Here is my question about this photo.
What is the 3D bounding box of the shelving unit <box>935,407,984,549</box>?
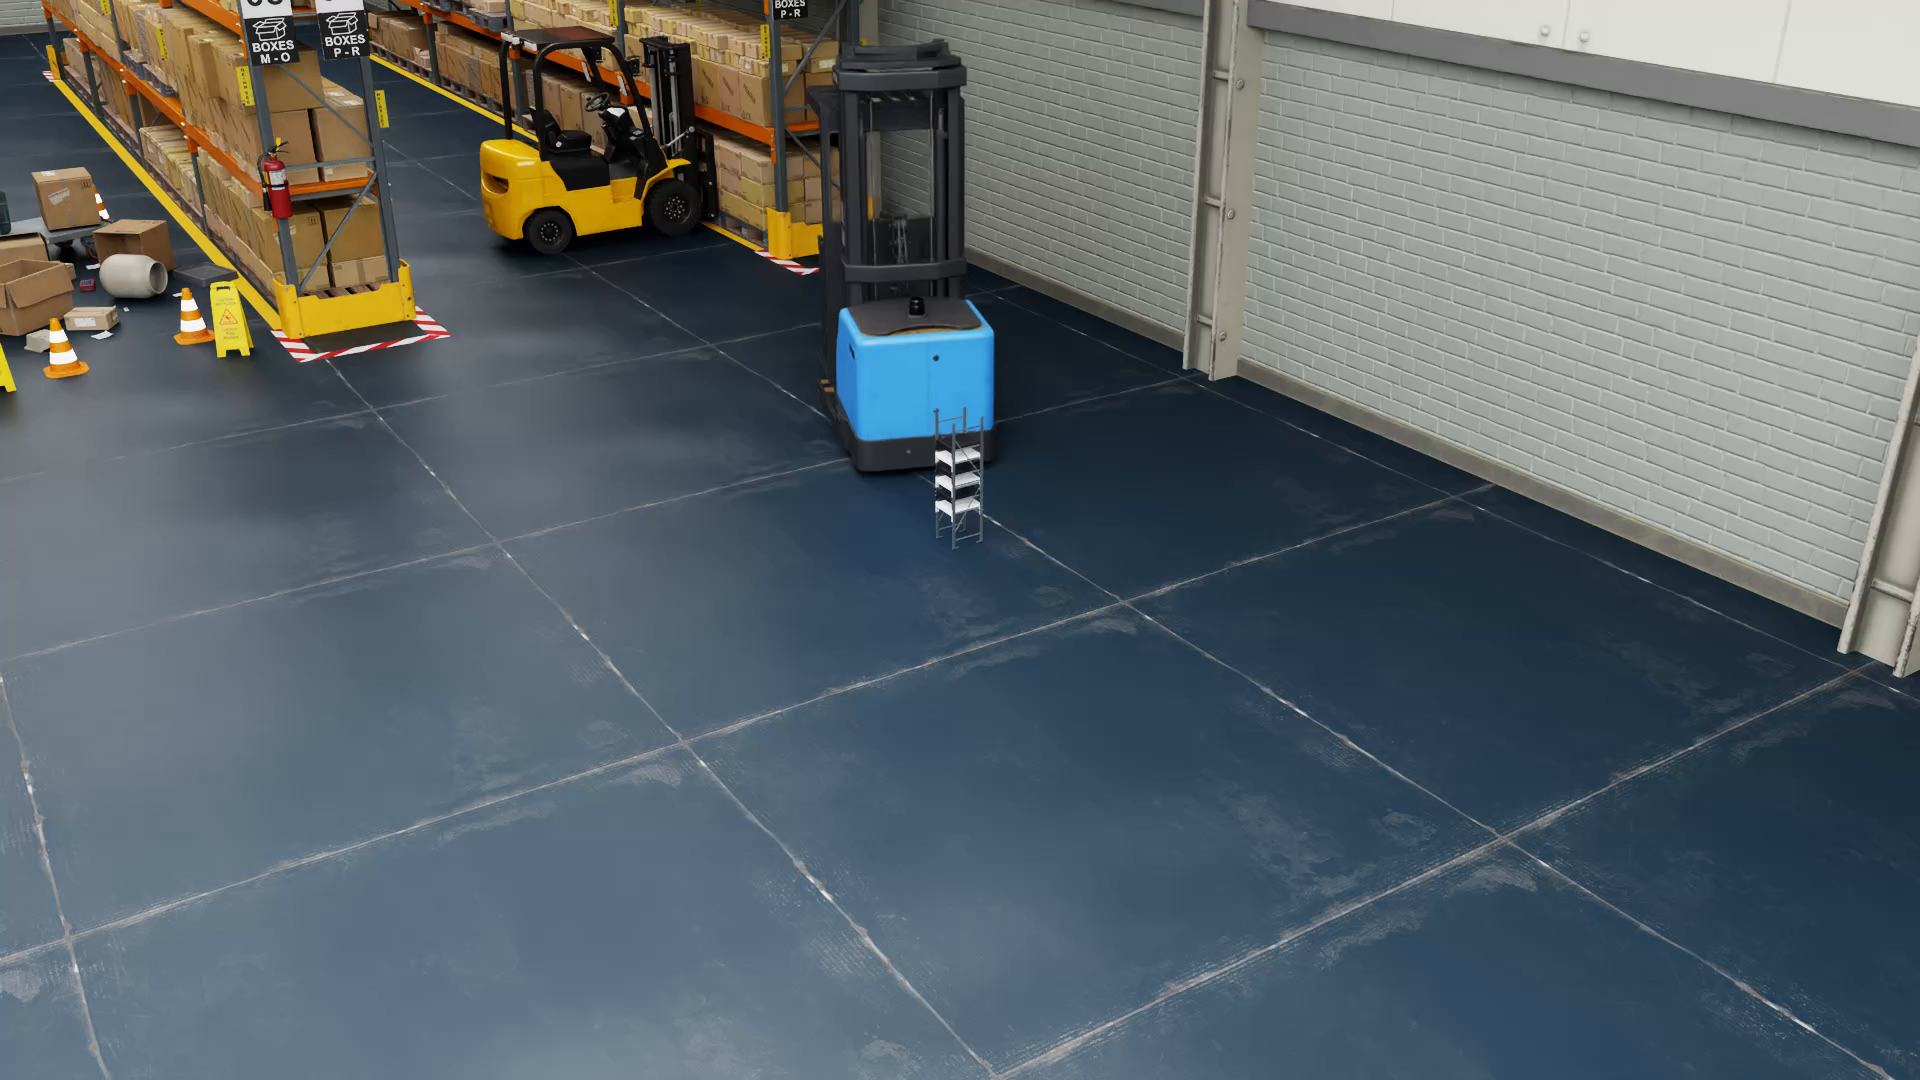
[{"bbox_3d":[-0.004,-0.410,11.064,0.258,0.900,0.210,-16,29,-30],"label":"shelving unit"}]

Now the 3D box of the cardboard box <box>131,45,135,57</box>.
[{"bbox_3d":[-9.755,-5.904,20.045,0.380,0.149,0.250,-18,31,-33],"label":"cardboard box"}]

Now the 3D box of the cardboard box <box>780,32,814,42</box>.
[{"bbox_3d":[-1.764,-5.337,17.816,0.380,0.149,0.250,-15,29,-29],"label":"cardboard box"}]

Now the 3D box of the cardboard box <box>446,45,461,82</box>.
[{"bbox_3d":[-7.666,-7.439,25.931,0.500,0.500,0.500,-16,30,-30],"label":"cardboard box"}]

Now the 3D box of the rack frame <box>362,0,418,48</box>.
[{"bbox_3d":[-10.224,-10.224,29.394,1.000,3.000,0.127,-16,29,-30],"label":"rack frame"}]

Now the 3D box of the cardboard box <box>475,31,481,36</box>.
[{"bbox_3d":[-7.450,-7.989,26.336,0.380,0.149,0.250,-16,29,-30],"label":"cardboard box"}]

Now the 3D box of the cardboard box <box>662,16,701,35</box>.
[{"bbox_3d":[-3.164,-5.858,18.919,0.380,0.149,0.250,-16,30,-30],"label":"cardboard box"}]

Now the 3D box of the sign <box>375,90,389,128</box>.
[{"bbox_3d":[-5.192,-3.861,14.901,0.100,0.325,0.005,-16,29,-30],"label":"sign"}]

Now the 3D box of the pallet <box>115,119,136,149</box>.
[{"bbox_3d":[-11.043,-5.679,23.033,1.003,0.211,1.213,-16,29,-30],"label":"pallet"}]

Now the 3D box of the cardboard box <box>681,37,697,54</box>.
[{"bbox_3d":[-2.892,-5.538,18.589,0.380,0.149,0.250,-16,30,-31],"label":"cardboard box"}]

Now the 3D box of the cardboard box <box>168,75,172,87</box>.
[{"bbox_3d":[-8.471,-5.068,18.275,0.380,0.149,0.250,-17,30,-31],"label":"cardboard box"}]

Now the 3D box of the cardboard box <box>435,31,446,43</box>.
[{"bbox_3d":[-8.067,-7.956,26.266,0.380,0.149,0.250,-14,29,-27],"label":"cardboard box"}]

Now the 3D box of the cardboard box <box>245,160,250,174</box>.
[{"bbox_3d":[-6.383,-3.475,15.392,0.380,0.149,0.250,-16,30,-30],"label":"cardboard box"}]

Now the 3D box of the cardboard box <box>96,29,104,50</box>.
[{"bbox_3d":[-11.060,-6.620,21.935,0.500,0.250,0.500,-16,30,-30],"label":"cardboard box"}]

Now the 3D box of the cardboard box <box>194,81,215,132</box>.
[{"bbox_3d":[-7.266,-4.375,16.537,0.500,0.500,0.500,-16,30,-30],"label":"cardboard box"}]

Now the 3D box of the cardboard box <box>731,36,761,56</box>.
[{"bbox_3d":[-2.188,-5.222,17.572,0.380,0.149,0.250,-15,29,-28],"label":"cardboard box"}]

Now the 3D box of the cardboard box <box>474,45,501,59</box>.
[{"bbox_3d":[-7.039,-7.314,24.906,0.380,0.149,0.250,-17,30,-32],"label":"cardboard box"}]

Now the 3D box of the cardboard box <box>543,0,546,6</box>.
[{"bbox_3d":[-5.305,-7.164,22.035,0.380,0.149,0.250,-15,29,-29],"label":"cardboard box"}]

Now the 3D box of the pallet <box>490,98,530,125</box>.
[{"bbox_3d":[-6.232,-6.378,24.512,1.003,0.211,1.213,-16,29,-30],"label":"pallet"}]

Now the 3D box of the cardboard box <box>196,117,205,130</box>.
[{"bbox_3d":[-7.745,-4.395,17.340,0.380,0.149,0.250,-15,29,-28],"label":"cardboard box"}]

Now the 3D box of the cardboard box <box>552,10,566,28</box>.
[{"bbox_3d":[-4.976,-6.758,21.641,0.500,0.250,0.500,-15,29,-29],"label":"cardboard box"}]

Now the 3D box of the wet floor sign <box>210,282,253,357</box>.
[{"bbox_3d":[-6.439,-1.961,14.649,0.267,0.644,0.232,-6,26,-12],"label":"wet floor sign"}]

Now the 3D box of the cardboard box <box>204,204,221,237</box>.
[{"bbox_3d":[-7.734,-3.446,17.766,0.500,0.250,0.500,-17,30,-32],"label":"cardboard box"}]

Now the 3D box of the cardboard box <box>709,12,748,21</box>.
[{"bbox_3d":[-2.674,-5.998,19.216,0.380,0.149,0.250,-16,30,-30],"label":"cardboard box"}]

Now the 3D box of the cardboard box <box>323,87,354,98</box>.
[{"bbox_3d":[-5.958,-3.942,15.620,0.500,0.500,0.500,-15,29,-28],"label":"cardboard box"}]

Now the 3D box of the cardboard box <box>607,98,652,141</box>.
[{"bbox_3d":[-3.967,-5.232,21.109,0.875,0.625,0.625,-14,29,-27],"label":"cardboard box"}]

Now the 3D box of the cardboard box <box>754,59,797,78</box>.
[{"bbox_3d":[-1.913,-4.899,17.236,0.380,0.149,0.250,-15,29,-29],"label":"cardboard box"}]

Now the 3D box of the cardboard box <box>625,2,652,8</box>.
[{"bbox_3d":[-4.080,-6.730,21.117,0.380,0.149,0.250,-16,30,-30],"label":"cardboard box"}]

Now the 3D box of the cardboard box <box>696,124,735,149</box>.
[{"bbox_3d":[-2.840,-4.534,18.899,0.500,0.250,0.500,-16,30,-31],"label":"cardboard box"}]

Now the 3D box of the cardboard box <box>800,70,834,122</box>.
[{"bbox_3d":[-1.527,-4.788,17.762,0.500,0.500,0.500,-14,29,-28],"label":"cardboard box"}]

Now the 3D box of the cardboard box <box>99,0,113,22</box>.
[{"bbox_3d":[-10.515,-6.826,20.907,0.500,0.500,0.500,-16,30,-31],"label":"cardboard box"}]

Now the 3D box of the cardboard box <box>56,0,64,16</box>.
[{"bbox_3d":[-13.237,-8.146,24.875,0.500,0.500,0.500,-16,30,-30],"label":"cardboard box"}]

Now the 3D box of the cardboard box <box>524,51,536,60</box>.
[{"bbox_3d":[-6.206,-7.146,24.551,0.380,0.149,0.250,-15,29,-29],"label":"cardboard box"}]

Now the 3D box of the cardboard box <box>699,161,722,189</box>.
[{"bbox_3d":[-2.581,-4.137,18.643,0.500,0.250,0.500,-16,30,-31],"label":"cardboard box"}]

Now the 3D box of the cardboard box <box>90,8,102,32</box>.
[{"bbox_3d":[-11.070,-6.838,21.811,0.500,0.250,0.500,-16,30,-31],"label":"cardboard box"}]

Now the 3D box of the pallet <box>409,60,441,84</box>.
[{"bbox_3d":[-8.414,-7.778,27.480,1.003,0.211,1.213,-16,29,-30],"label":"pallet"}]

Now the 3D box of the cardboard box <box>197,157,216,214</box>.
[{"bbox_3d":[-7.734,-3.786,17.606,0.500,0.500,0.500,-14,29,-27],"label":"cardboard box"}]

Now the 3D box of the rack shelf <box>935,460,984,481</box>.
[{"bbox_3d":[-0.004,-0.461,11.040,0.258,0.077,0.200,-16,29,-30],"label":"rack shelf"}]

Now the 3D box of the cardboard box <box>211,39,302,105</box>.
[{"bbox_3d":[-6.378,-4.290,15.186,0.700,0.500,0.500,-15,29,-29],"label":"cardboard box"}]

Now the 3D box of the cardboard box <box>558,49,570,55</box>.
[{"bbox_3d":[-4.980,-6.530,21.744,0.500,0.250,0.500,-14,29,-28],"label":"cardboard box"}]

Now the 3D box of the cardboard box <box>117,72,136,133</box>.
[{"bbox_3d":[-10.804,-6.020,22.486,0.875,0.875,0.875,-15,29,-29],"label":"cardboard box"}]

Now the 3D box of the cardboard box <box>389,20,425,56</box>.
[{"bbox_3d":[-9.330,-8.516,28.211,0.500,0.500,0.500,-15,29,-29],"label":"cardboard box"}]

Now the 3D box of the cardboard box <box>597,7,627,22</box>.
[{"bbox_3d":[-4.291,-6.529,20.689,0.380,0.149,0.250,-16,29,-30],"label":"cardboard box"}]

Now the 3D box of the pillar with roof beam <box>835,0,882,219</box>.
[{"bbox_3d":[-4.721,-6.670,14.838,9.100,9.000,0.400,-16,29,-30],"label":"pillar with roof beam"}]

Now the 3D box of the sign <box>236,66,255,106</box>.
[{"bbox_3d":[-6.122,-3.888,14.245,0.100,0.325,0.005,-16,29,-30],"label":"sign"}]

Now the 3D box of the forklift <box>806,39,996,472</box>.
[{"bbox_3d":[-0.561,-2.430,12.964,1.130,2.935,3.031,-6,26,-12],"label":"forklift"}]

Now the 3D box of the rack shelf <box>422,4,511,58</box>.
[{"bbox_3d":[-6.948,-7.753,25.002,1.077,0.370,4.000,-16,29,-30],"label":"rack shelf"}]

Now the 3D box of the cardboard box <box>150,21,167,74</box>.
[{"bbox_3d":[-8.546,-5.432,18.286,0.500,0.500,0.500,-15,29,-29],"label":"cardboard box"}]

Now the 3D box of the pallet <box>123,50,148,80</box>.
[{"bbox_3d":[-9.535,-5.888,20.433,1.213,0.211,1.003,-16,29,-30],"label":"pallet"}]

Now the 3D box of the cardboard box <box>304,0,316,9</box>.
[{"bbox_3d":[-5.555,-4.780,14.643,0.380,0.149,0.250,-16,29,-30],"label":"cardboard box"}]

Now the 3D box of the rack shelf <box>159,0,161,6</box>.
[{"bbox_3d":[-8.922,-6.520,18.877,1.077,0.370,4.000,-16,29,-30],"label":"rack shelf"}]

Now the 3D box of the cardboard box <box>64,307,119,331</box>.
[{"bbox_3d":[-8.054,-2.052,15.422,0.380,0.149,0.250,-1,25,-3],"label":"cardboard box"}]

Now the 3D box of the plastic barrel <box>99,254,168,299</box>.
[{"bbox_3d":[-8.042,-2.564,16.186,0.512,0.421,0.421,3,25,6],"label":"plastic barrel"}]

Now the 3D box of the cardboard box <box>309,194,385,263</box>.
[{"bbox_3d":[-5.868,-2.990,15.921,0.500,0.500,0.500,-17,30,-31],"label":"cardboard box"}]
